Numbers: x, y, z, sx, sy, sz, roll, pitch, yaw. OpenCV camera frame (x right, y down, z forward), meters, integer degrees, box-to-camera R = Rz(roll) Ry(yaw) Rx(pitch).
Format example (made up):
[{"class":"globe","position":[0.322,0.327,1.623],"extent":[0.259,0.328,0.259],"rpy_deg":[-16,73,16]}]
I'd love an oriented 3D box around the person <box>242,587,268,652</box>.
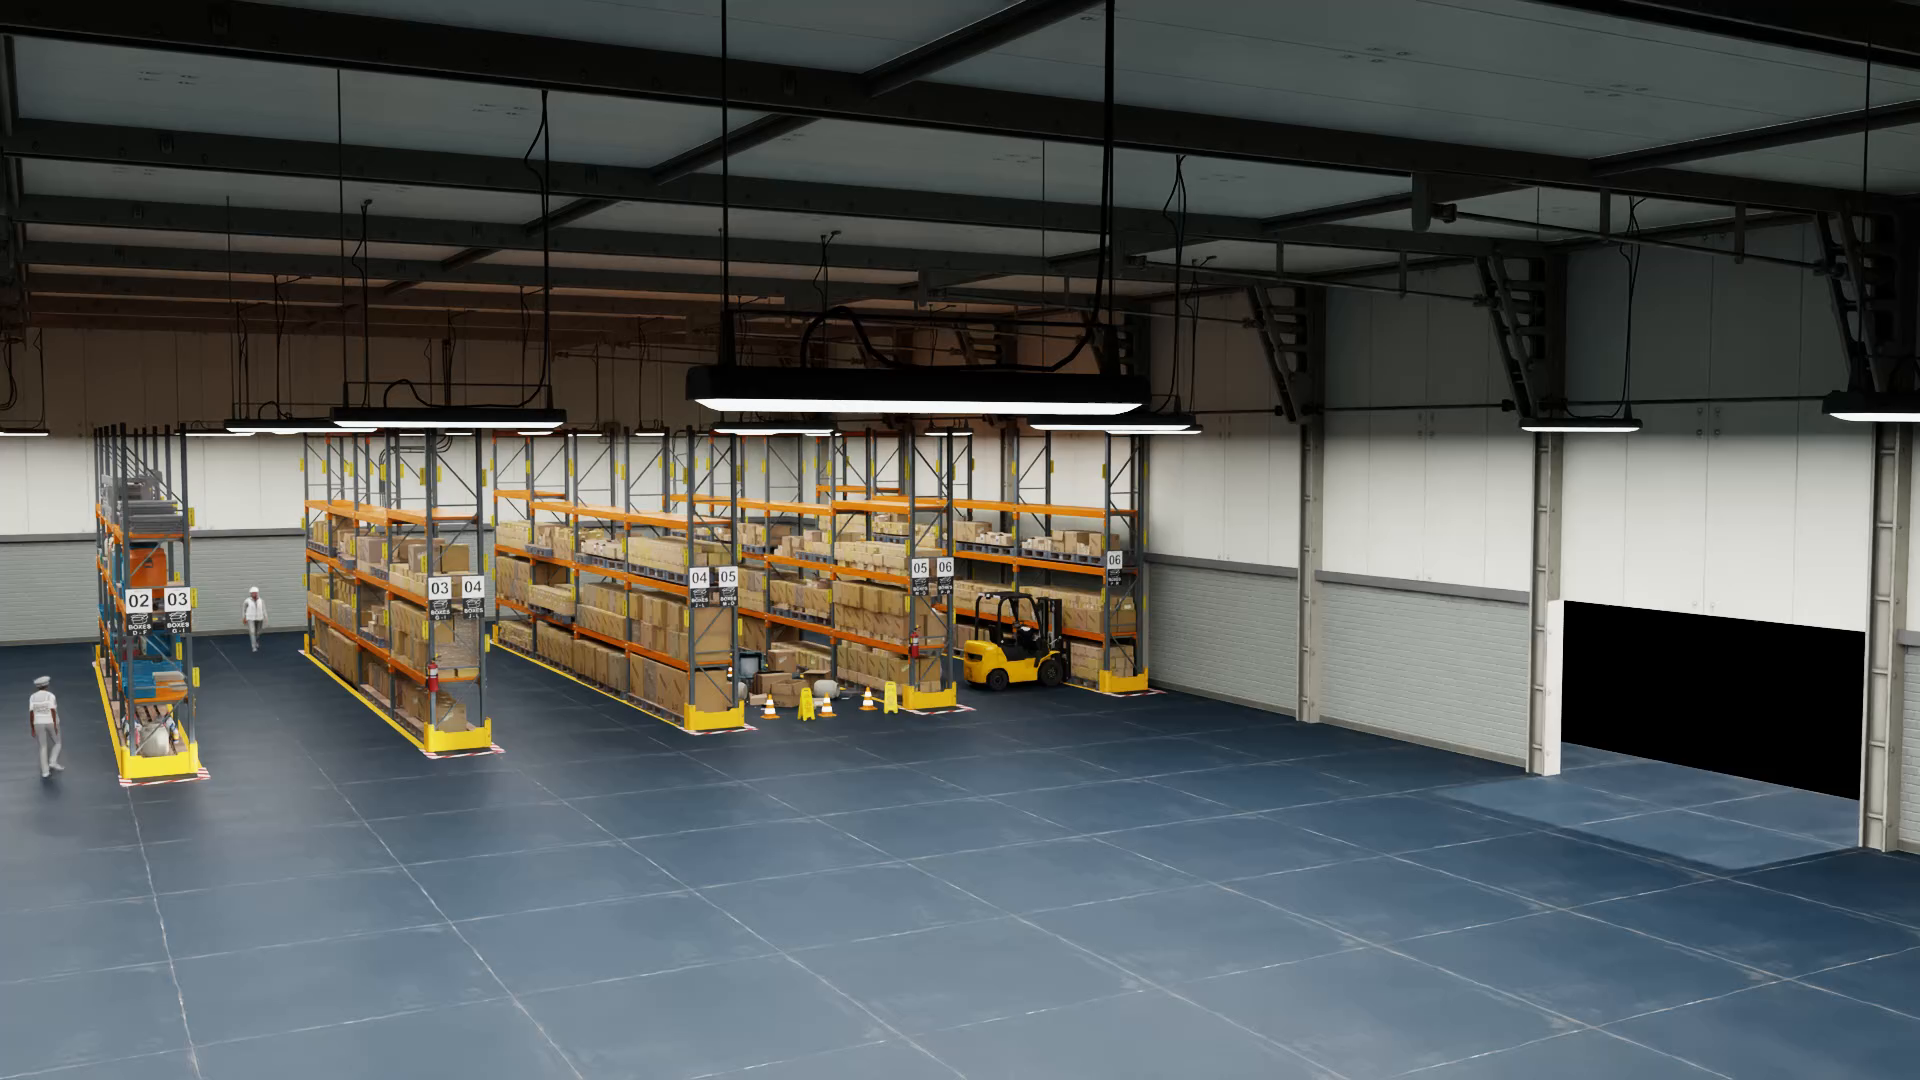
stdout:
[{"class":"person","position":[-19.050,2.130,44.927],"extent":[0.620,1.719,1.068],"rpy_deg":[-2,4,-32]}]

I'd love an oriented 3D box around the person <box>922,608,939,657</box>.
[{"class":"person","position":[-0.675,2.471,40.087],"extent":[0.701,1.664,0.758],"rpy_deg":[-2,4,-28]}]

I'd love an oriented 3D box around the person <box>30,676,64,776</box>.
[{"class":"person","position":[-15.546,3.166,28.294],"extent":[0.506,1.671,0.486],"rpy_deg":[-1,4,-21]}]
